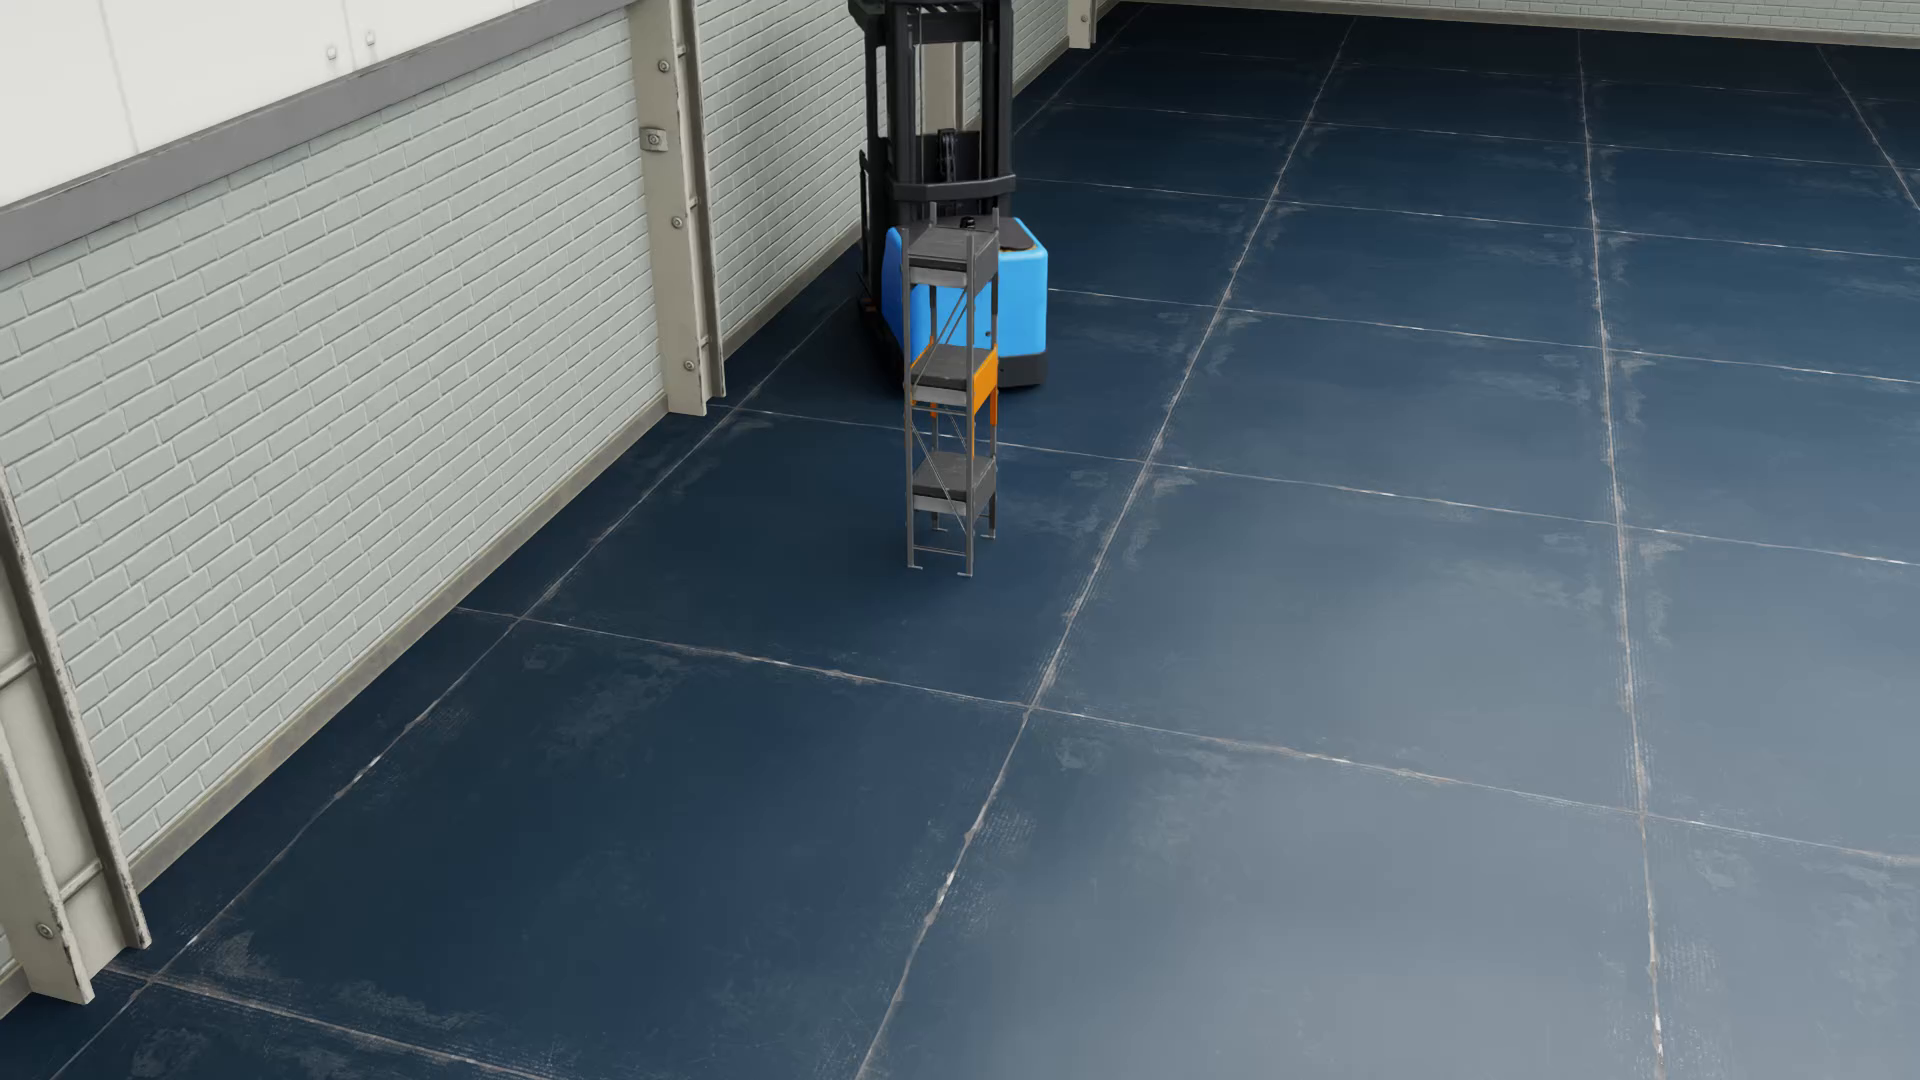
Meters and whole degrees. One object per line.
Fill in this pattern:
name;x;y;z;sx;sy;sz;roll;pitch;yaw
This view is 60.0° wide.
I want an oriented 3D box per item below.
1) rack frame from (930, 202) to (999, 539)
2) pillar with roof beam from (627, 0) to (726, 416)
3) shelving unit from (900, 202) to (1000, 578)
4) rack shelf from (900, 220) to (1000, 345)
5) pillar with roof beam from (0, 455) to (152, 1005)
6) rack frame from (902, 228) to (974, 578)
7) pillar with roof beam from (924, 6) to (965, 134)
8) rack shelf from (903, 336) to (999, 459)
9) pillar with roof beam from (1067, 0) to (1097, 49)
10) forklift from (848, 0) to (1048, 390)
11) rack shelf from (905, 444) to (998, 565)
rack frame;0.023;-0.954;9.805;0.400;2.100;0.015;8;30;15
pillar with roof beam;2.201;-4.313;8.746;9.100;9.000;0.400;8;30;15
shelving unit;-0.049;-0.841;9.601;0.431;2.100;0.503;8;30;15
rack shelf;-0.049;-1.440;9.268;0.431;0.518;0.480;8;30;15
pillar with roof beam;0.440;-1.524;3.733;9.100;9.000;0.400;8;30;15
rack frame;-0.120;-0.727;9.397;0.400;2.100;0.015;8;30;15
pillar with roof beam;3.963;-7.101;13.758;9.100;9.000;0.400;8;30;15
rack shelf;-0.049;-0.829;9.608;0.431;0.518;0.480;8;30;15
pillar with roof beam;5.724;-9.889;18.770;9.100;9.000;0.400;8;30;15
forklift;-0.210;-3.021;12.665;1.130;2.935;3.031;-7;30;-12
rack shelf;-0.049;-0.217;9.948;0.431;0.518;0.480;8;30;15
